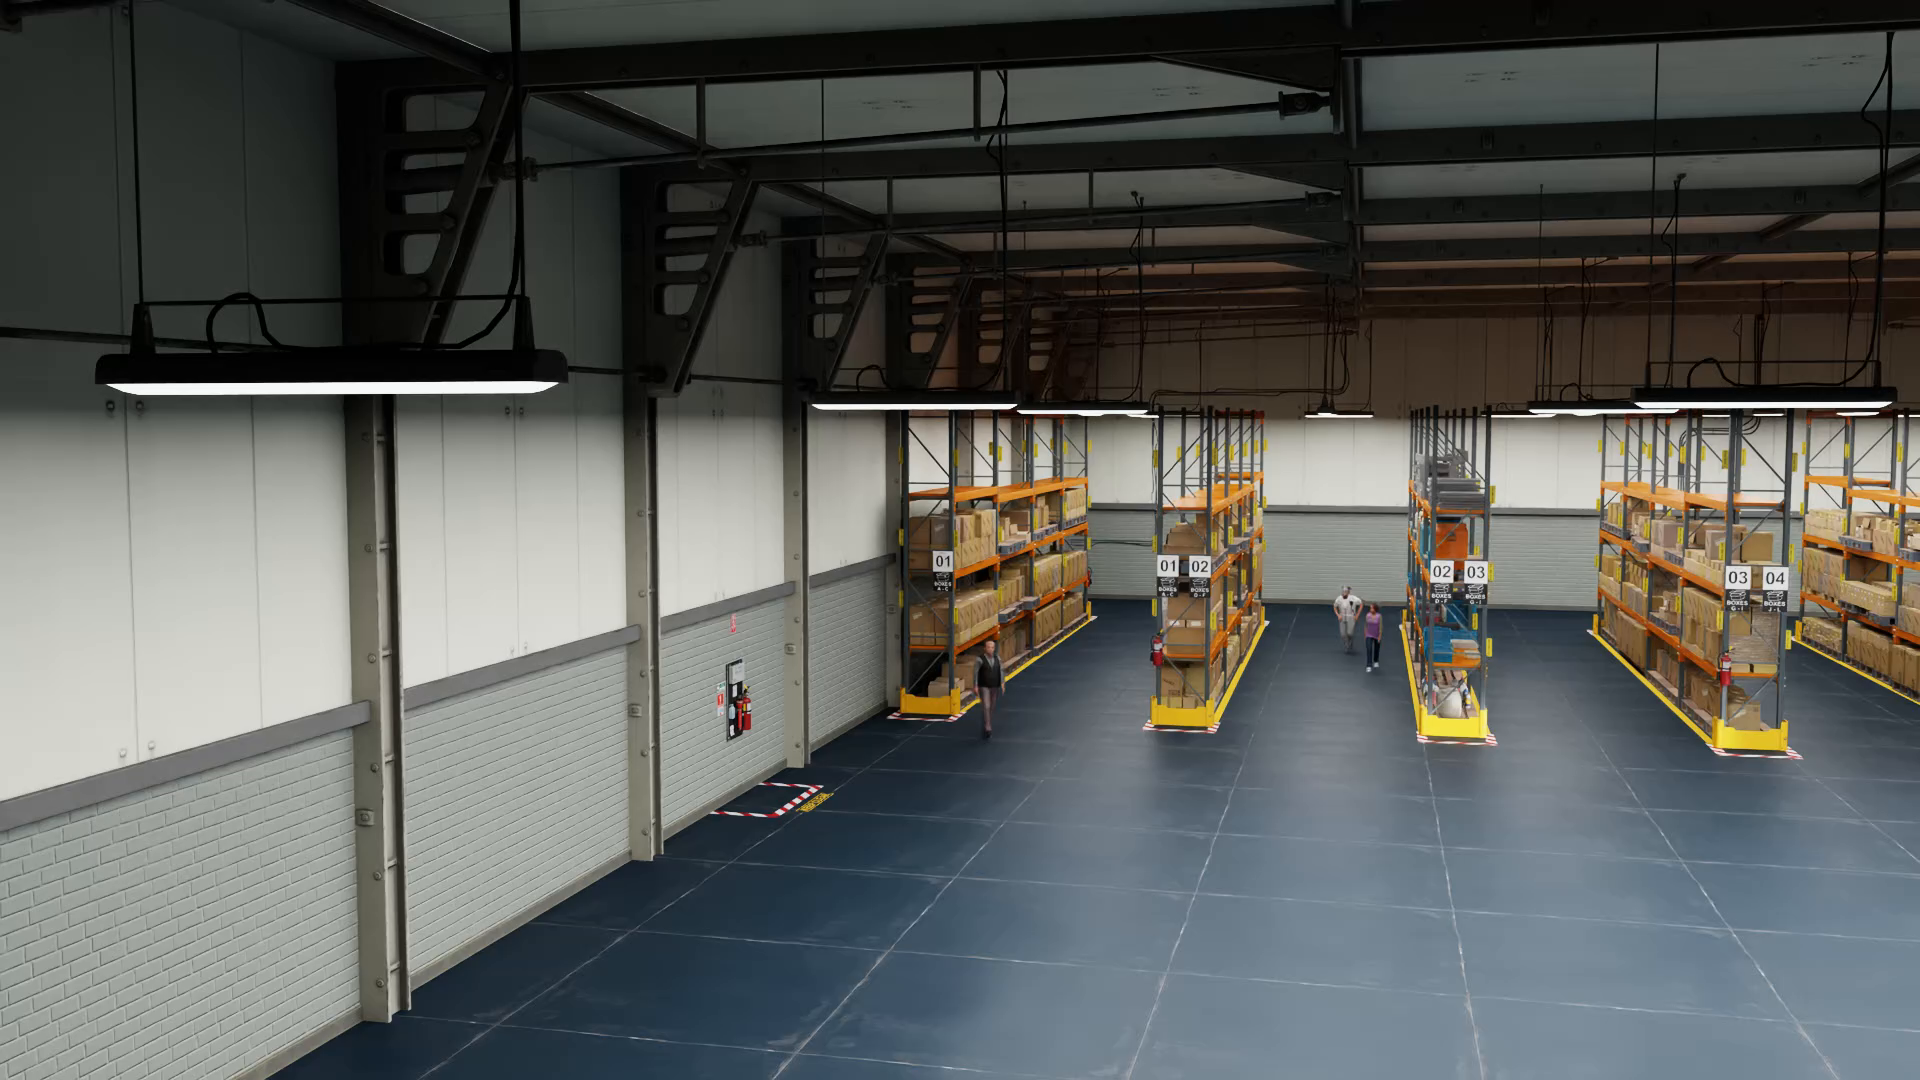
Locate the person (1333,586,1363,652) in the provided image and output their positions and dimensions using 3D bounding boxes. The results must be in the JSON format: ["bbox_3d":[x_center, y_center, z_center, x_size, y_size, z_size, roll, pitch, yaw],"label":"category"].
[{"bbox_3d":[9.592,1.940,41.071,0.709,1.684,0.721,2,4,23],"label":"person"}]

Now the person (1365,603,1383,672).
[{"bbox_3d":[9.450,2.200,37.991,0.408,1.524,1.024,1,4,15],"label":"person"}]

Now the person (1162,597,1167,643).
[{"bbox_3d":[5.400,1.812,42.920,0.511,1.618,1.023,1,4,11],"label":"person"}]

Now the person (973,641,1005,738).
[{"bbox_3d":[0.551,2.689,30.238,0.570,1.684,0.872,-2,5,-29],"label":"person"}]
